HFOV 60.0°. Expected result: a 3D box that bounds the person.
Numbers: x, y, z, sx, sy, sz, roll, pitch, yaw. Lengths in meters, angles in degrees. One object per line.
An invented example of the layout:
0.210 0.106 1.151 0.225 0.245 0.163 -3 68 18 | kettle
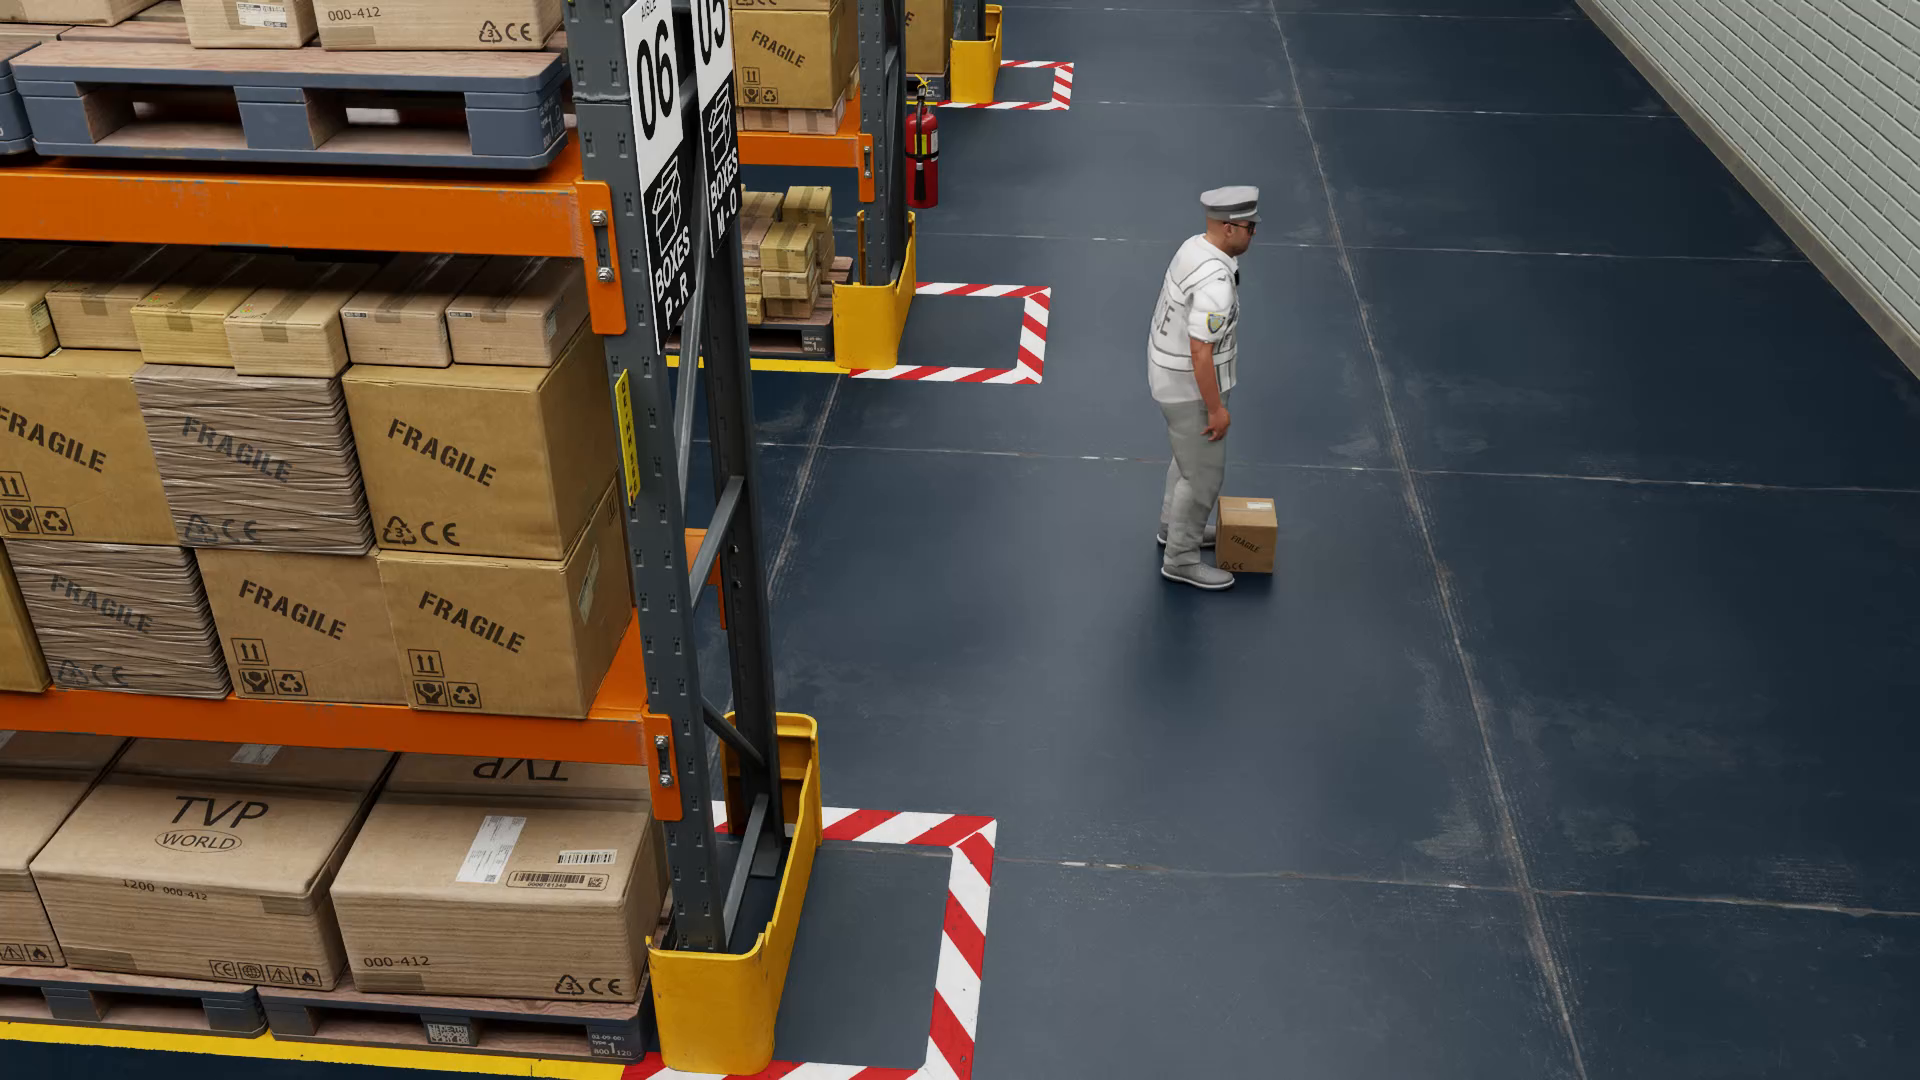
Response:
1.030 -0.675 7.216 0.428 1.751 0.605 1 32 2 | person
